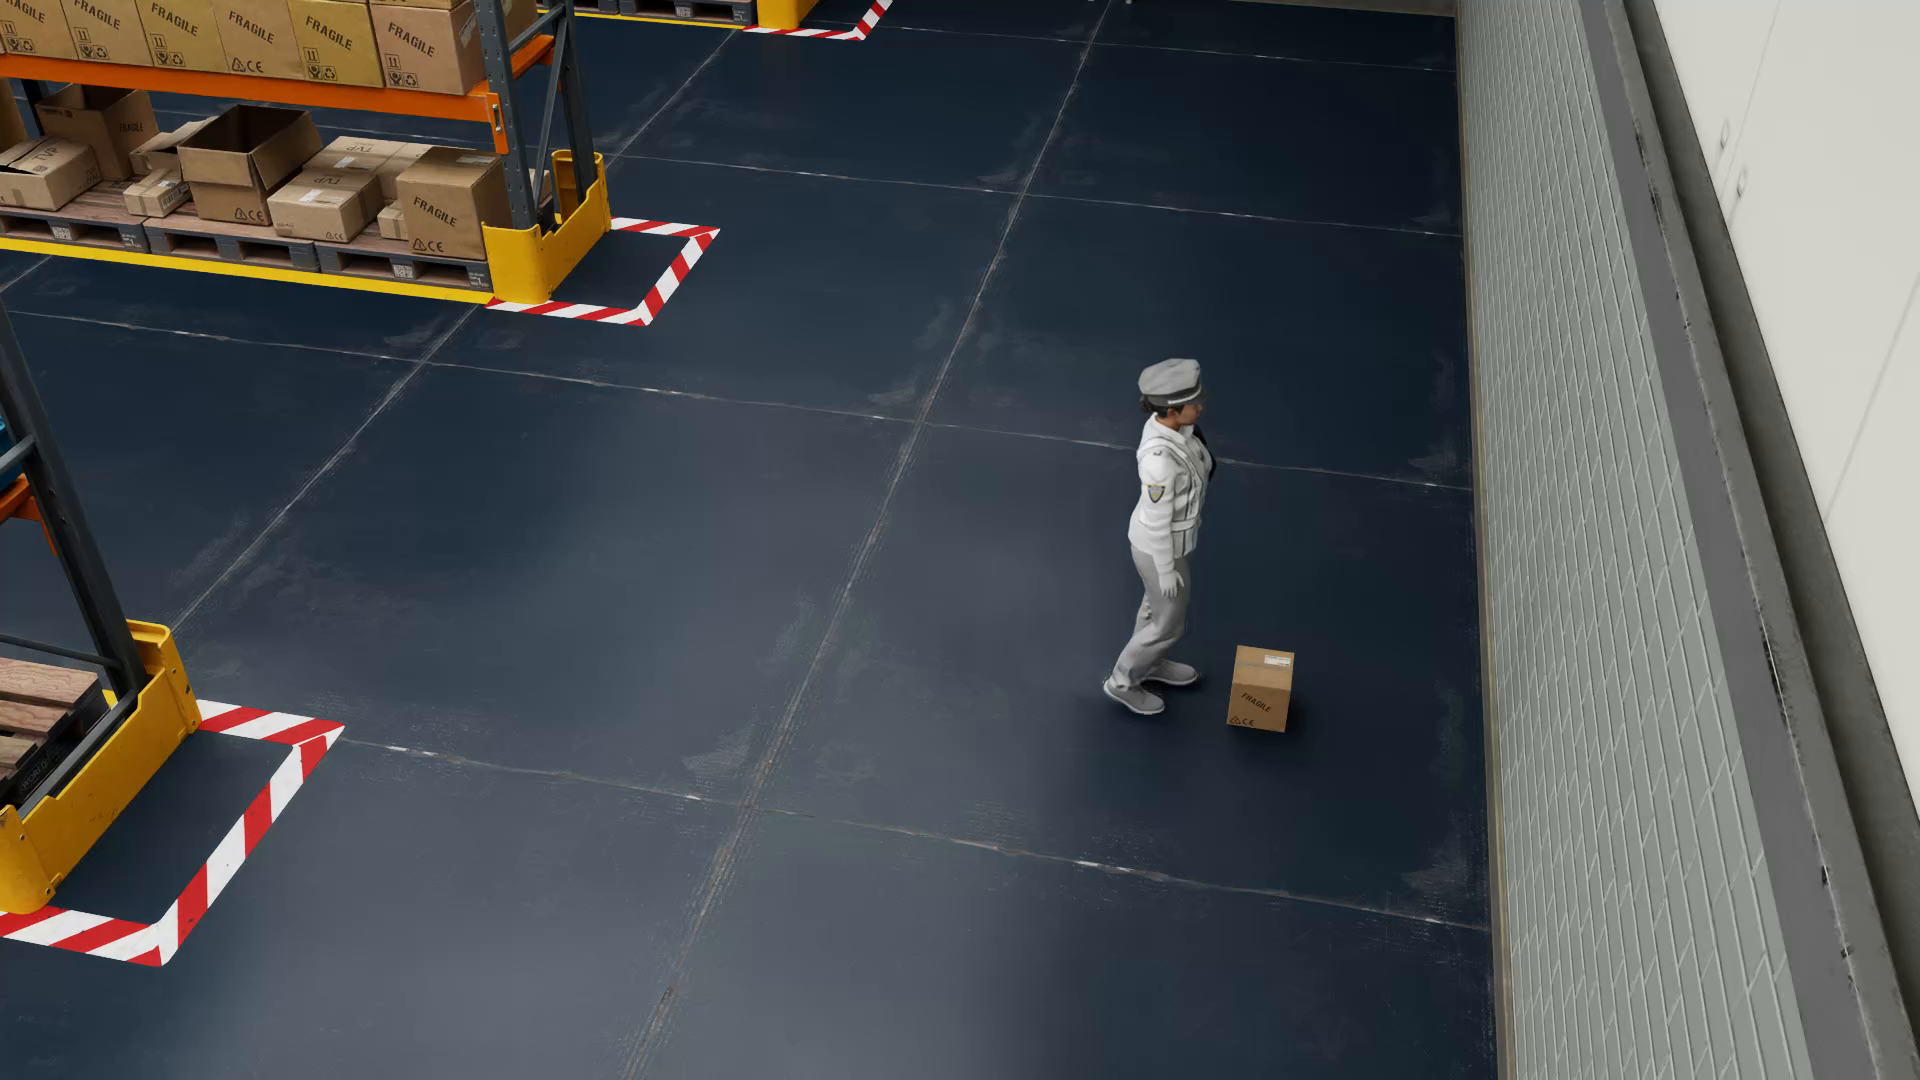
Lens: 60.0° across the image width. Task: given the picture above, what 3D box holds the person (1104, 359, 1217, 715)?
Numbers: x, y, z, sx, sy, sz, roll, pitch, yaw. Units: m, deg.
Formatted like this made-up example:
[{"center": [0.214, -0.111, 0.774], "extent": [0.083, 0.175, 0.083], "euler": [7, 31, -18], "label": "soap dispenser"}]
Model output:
[{"center": [0.851, 0.005, 6.938], "extent": [0.392, 1.700, 0.482], "euler": [8, 38, 11], "label": "person"}]
